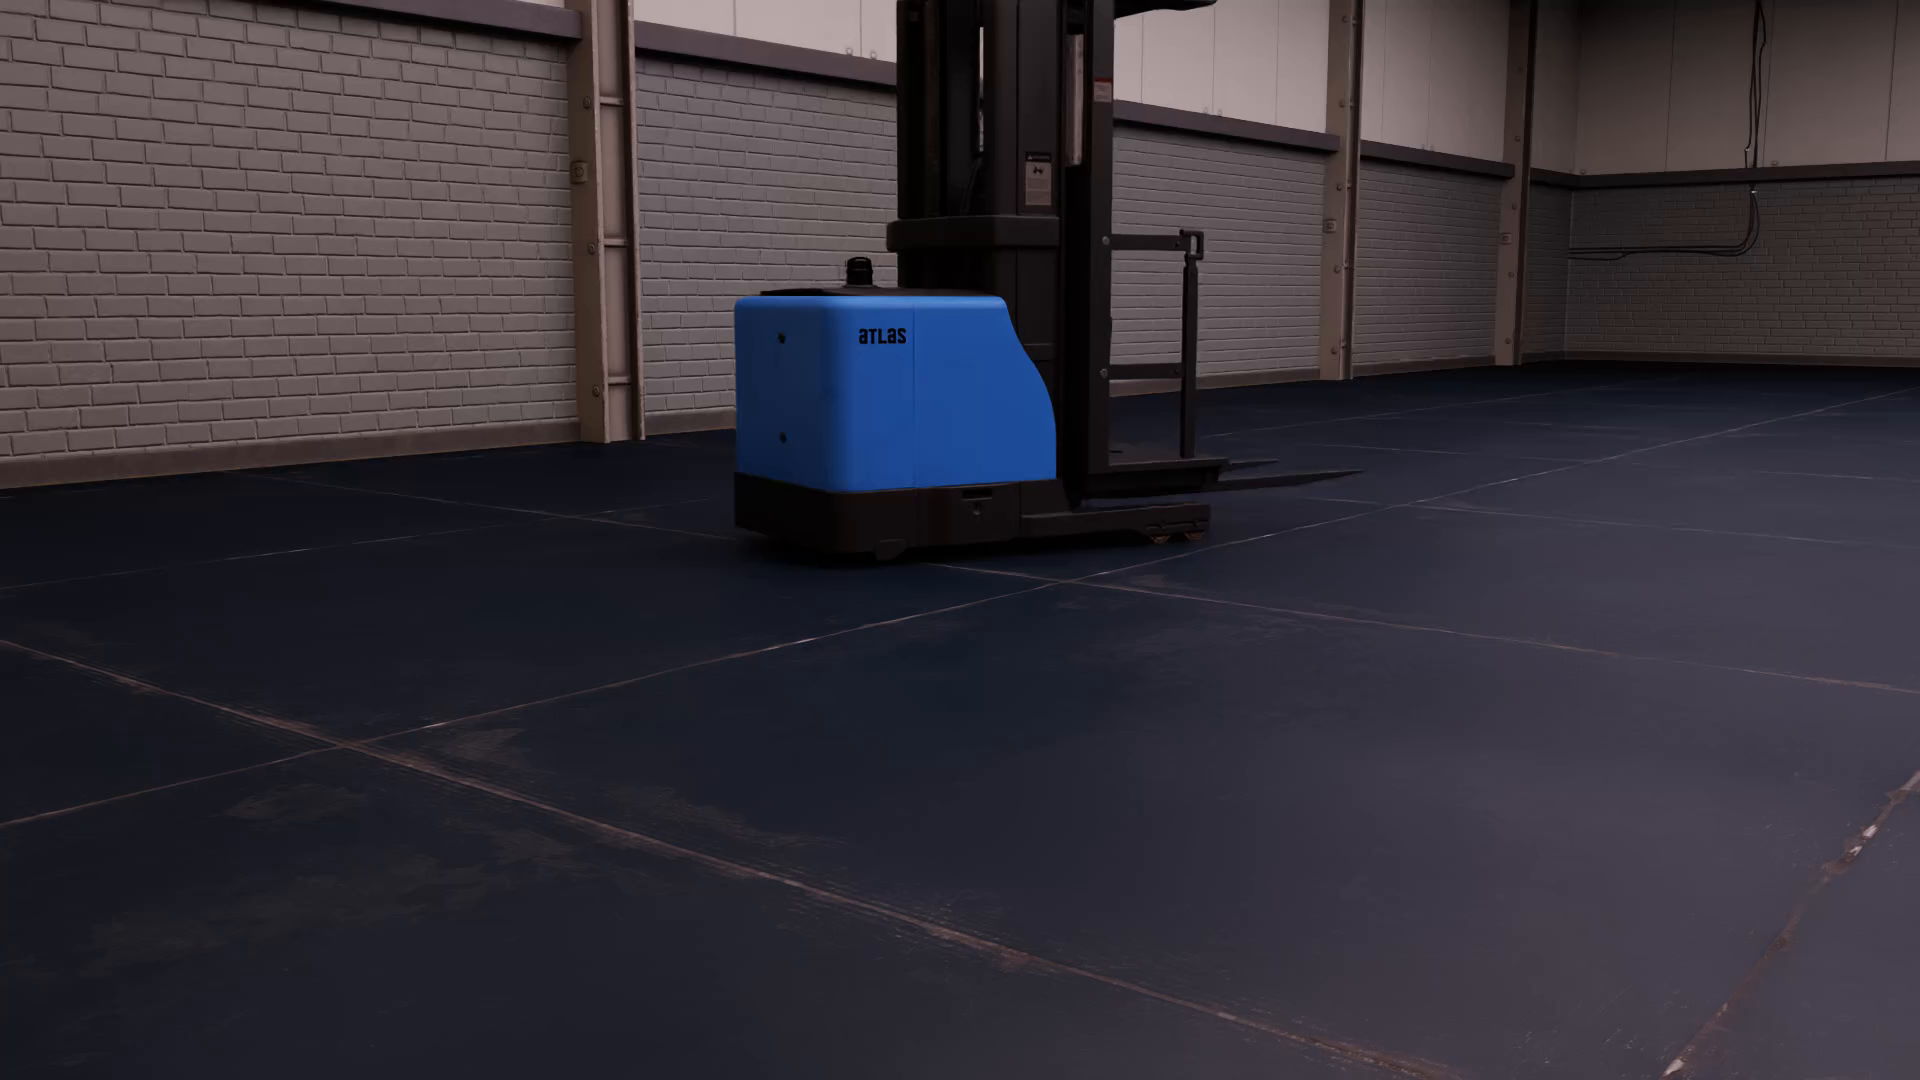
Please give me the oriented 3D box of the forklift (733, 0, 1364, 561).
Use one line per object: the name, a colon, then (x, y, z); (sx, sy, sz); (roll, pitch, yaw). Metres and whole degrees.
forklift: (0.529, -1.500, 7.534); (3.031, 2.935, 1.130); (-5, 10, -31)
